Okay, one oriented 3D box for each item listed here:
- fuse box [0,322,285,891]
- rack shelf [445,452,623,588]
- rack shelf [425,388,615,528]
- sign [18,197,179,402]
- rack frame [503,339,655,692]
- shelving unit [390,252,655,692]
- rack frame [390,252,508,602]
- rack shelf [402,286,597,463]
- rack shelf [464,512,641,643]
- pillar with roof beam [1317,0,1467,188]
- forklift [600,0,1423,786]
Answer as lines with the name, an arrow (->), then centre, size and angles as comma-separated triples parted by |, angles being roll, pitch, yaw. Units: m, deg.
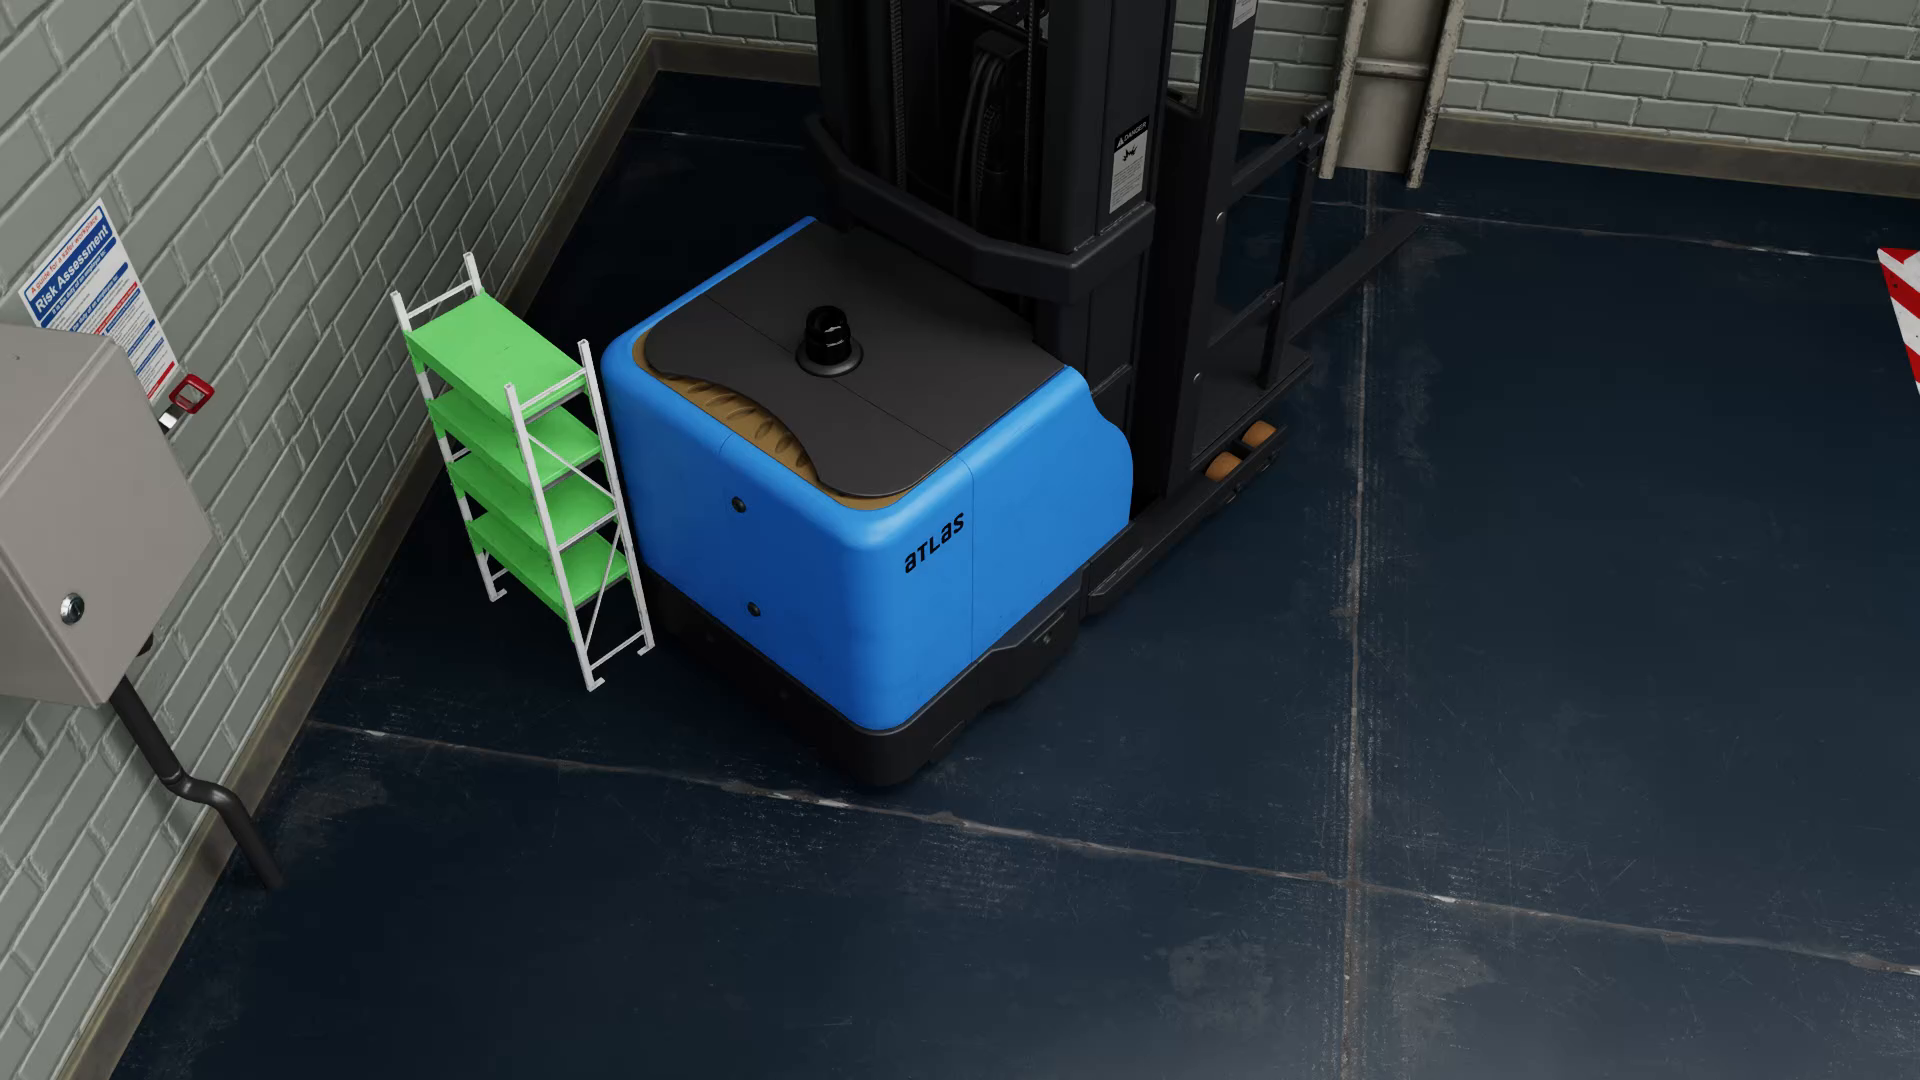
fuse box -> -1.796, 0.321, 3.811 | 0.414, 1.711, 0.539 | 8, 49, 7
rack shelf -> -1.175, -0.109, 4.628 | 0.480, 0.148, 0.258 | 36, 57, 28
rack shelf -> -1.175, -0.270, 4.449 | 0.480, 0.148, 0.258 | 36, 57, 28
sign -> -1.912, -0.466, 3.716 | 0.001, 0.494, 0.329 | 8, 49, 7
rack frame -> -1.000, -0.025, 4.466 | 0.015, 1.200, 0.240 | 36, 57, 28
shelving unit -> -1.175, -0.152, 4.580 | 0.503, 1.200, 0.258 | 36, 57, 28
rack frame -> -1.349, -0.279, 4.694 | 0.015, 1.200, 0.240 | 36, 57, 28
rack shelf -> -1.175, -0.430, 4.270 | 0.480, 0.148, 0.258 | 36, 57, 28
rack shelf -> -1.175, 0.051, 4.806 | 0.480, 0.148, 0.258 | 36, 57, 28
pillar with roof beam -> 0.860, -1.366, 0.428 | 0.400, 9.000, 9.100 | 8, 49, 7
forklift -> 0.416, -1.325, 4.470 | 1.130, 2.935, 3.031 | 34, 56, 26
